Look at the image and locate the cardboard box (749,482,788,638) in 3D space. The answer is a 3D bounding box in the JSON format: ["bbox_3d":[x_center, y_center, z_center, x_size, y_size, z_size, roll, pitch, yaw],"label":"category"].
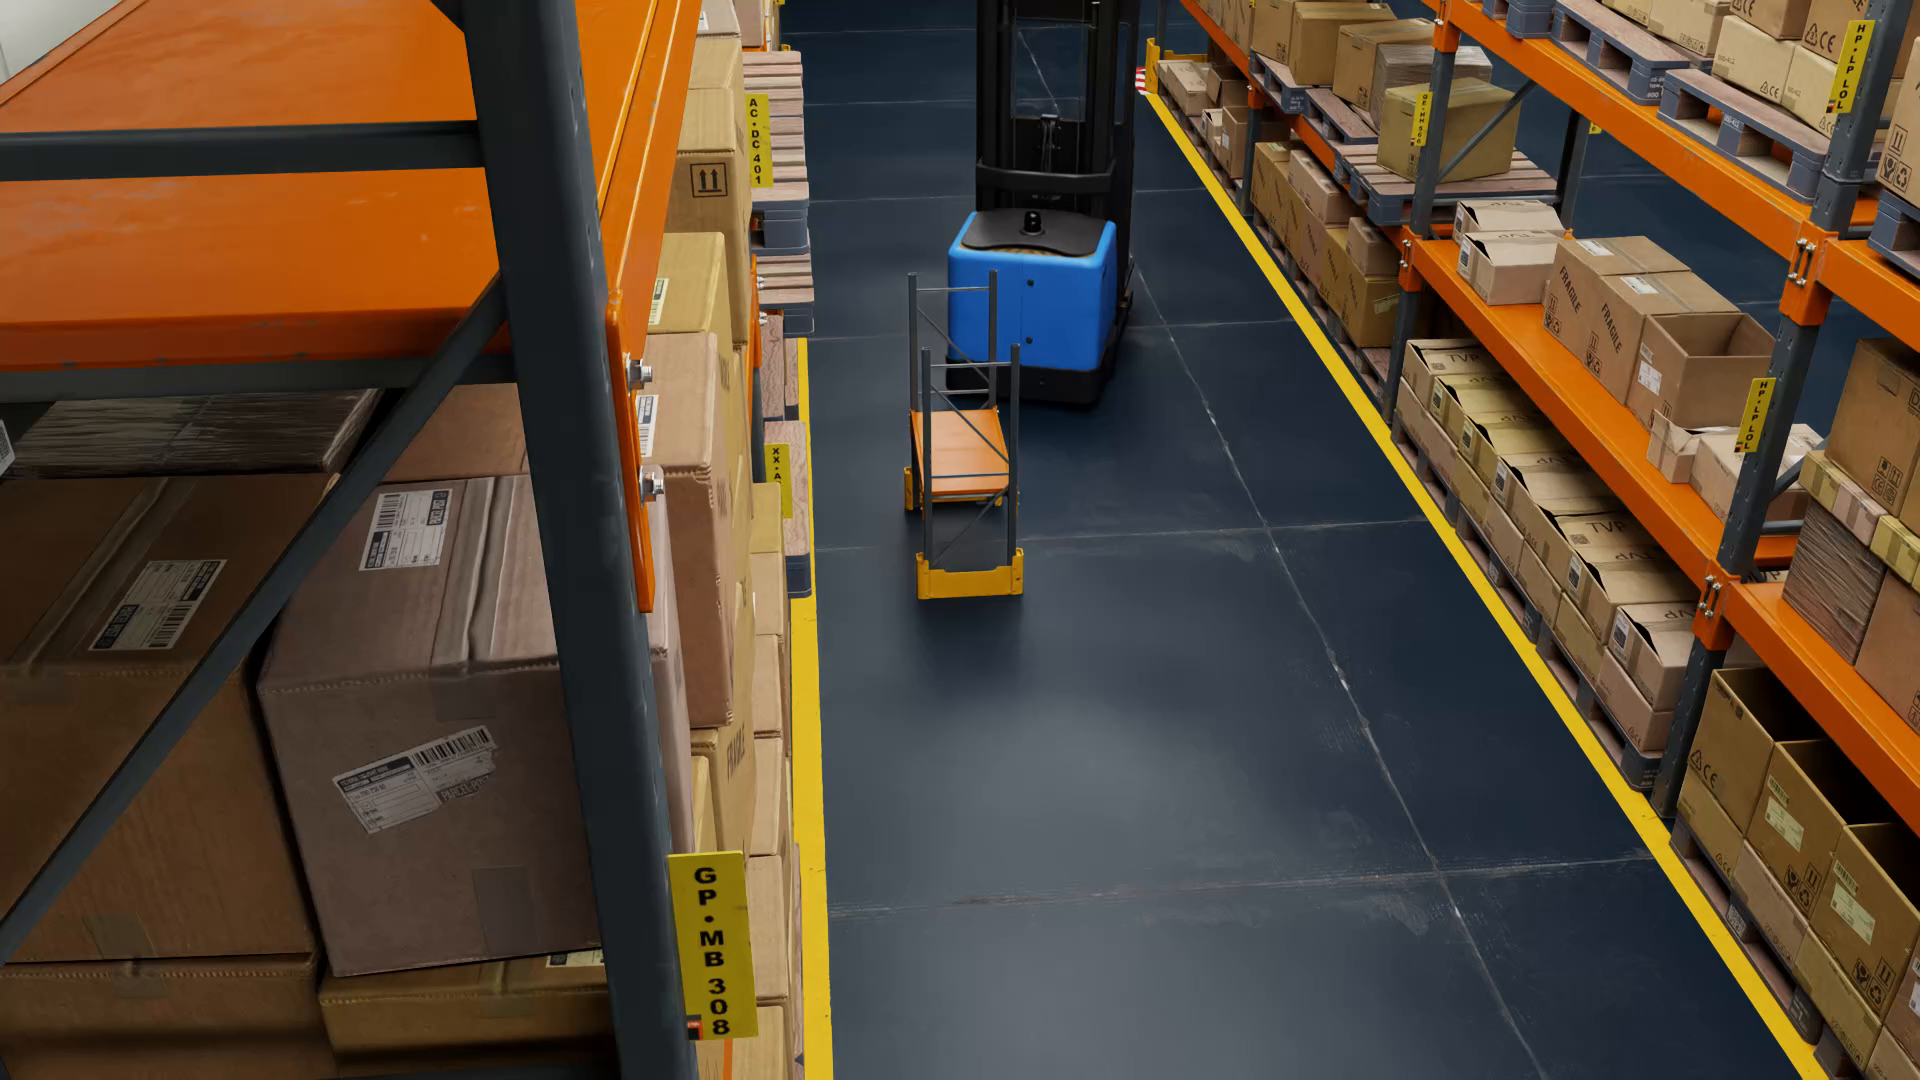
[{"bbox_3d":[-0.883,0.139,5.989,0.500,0.500,0.500,-3,31,-5],"label":"cardboard box"}]

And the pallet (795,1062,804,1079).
[{"bbox_3d":[-1.020,2.341,5.626,1.003,0.211,1.213,-3,31,-5],"label":"pallet"}]

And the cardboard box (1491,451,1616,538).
[{"bbox_3d":[3.231,-0.272,9.005,0.500,0.311,0.500,-3,31,-5],"label":"cardboard box"}]

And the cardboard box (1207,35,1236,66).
[{"bbox_3d":[2.871,-5.038,17.268,0.500,0.500,0.500,-3,31,-5],"label":"cardboard box"}]

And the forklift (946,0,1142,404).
[{"bbox_3d":[0.704,-2.913,11.768,1.130,2.935,3.031,6,31,10],"label":"forklift"}]

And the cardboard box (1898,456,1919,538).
[{"bbox_3d":[3.792,-0.177,5.759,0.700,0.500,0.500,-3,31,-5],"label":"cardboard box"}]

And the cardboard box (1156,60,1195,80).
[{"bbox_3d":[2.272,-4.922,17.417,0.380,0.149,0.250,-3,31,-5],"label":"cardboard box"}]

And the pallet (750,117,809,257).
[{"bbox_3d":[-1.187,-1.349,6.342,1.213,0.211,1.003,-3,31,-5],"label":"pallet"}]

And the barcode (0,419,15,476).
[{"bbox_3d":[-1.426,-0.136,2.470,0.001,0.075,0.075,-3,31,-5],"label":"barcode"}]

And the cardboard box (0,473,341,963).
[{"bbox_3d":[-1.162,0.244,2.399,0.500,0.500,0.500,-1,31,-2],"label":"cardboard box"}]

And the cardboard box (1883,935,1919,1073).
[{"bbox_3d":[3.570,1.635,5.629,0.500,0.500,0.500,-3,31,-5],"label":"cardboard box"}]

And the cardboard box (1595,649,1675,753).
[{"bbox_3d":[3.369,0.741,7.856,0.500,0.250,0.500,-3,31,-5],"label":"cardboard box"}]

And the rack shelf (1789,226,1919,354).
[{"bbox_3d":[3.883,-0.019,4.633,1.077,0.370,4.000,-3,31,-5],"label":"rack shelf"}]

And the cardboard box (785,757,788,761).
[{"bbox_3d":[-0.851,0.716,5.753,0.500,0.250,0.500,-3,31,-4],"label":"cardboard box"}]

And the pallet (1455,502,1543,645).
[{"bbox_3d":[3.471,0.138,9.314,1.003,0.211,1.213,-3,31,-5],"label":"pallet"}]

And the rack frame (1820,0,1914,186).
[{"bbox_3d":[3.696,-2.637,5.389,1.000,3.000,0.127,-3,31,-5],"label":"rack frame"}]

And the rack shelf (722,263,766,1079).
[{"bbox_3d":[-1.049,0.220,4.233,1.077,0.370,4.000,-3,31,-5],"label":"rack shelf"}]

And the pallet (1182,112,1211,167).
[{"bbox_3d":[2.768,-3.923,16.113,1.003,0.211,1.213,-3,31,-5],"label":"pallet"}]

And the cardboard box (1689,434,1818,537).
[{"bbox_3d":[3.607,-0.246,7.383,0.500,0.250,0.500,-1,31,-1],"label":"cardboard box"}]

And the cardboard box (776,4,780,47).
[{"bbox_3d":[-2.080,-4.686,14.377,0.980,0.700,0.700,-4,31,-6],"label":"cardboard box"}]

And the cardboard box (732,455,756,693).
[{"bbox_3d":[-0.711,0.158,3.519,0.500,0.500,0.500,-1,31,-2],"label":"cardboard box"}]

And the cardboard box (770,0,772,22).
[{"bbox_3d":[-1.646,-3.920,12.249,0.500,0.250,0.500,-2,31,-4],"label":"cardboard box"}]

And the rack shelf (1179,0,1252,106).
[{"bbox_3d":[2.762,-4.858,15.659,1.077,0.370,4.000,-3,31,-5],"label":"rack shelf"}]

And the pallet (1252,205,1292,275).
[{"bbox_3d":[3.062,-2.535,13.788,1.003,0.211,1.213,-3,31,-5],"label":"pallet"}]

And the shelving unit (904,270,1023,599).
[{"bbox_3d":[0.007,-0.605,9.301,0.587,1.500,1.083,-3,31,-5],"label":"shelving unit"}]

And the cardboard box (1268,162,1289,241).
[{"bbox_3d":[2.812,-2.731,13.406,0.500,0.500,0.500,-2,31,-4],"label":"cardboard box"}]

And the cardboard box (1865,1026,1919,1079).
[{"bbox_3d":[3.574,1.957,5.822,0.500,0.250,0.500,-3,31,-5],"label":"cardboard box"}]

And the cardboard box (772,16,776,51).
[{"bbox_3d":[-1.631,-3.602,12.448,0.500,0.500,0.500,-3,31,-4],"label":"cardboard box"}]

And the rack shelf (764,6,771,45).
[{"bbox_3d":[-1.796,-3.864,11.071,1.077,0.370,4.000,-3,31,-5],"label":"rack shelf"}]

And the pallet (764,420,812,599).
[{"bbox_3d":[-1.162,-0.137,7.241,1.003,0.211,1.213,-3,31,-5],"label":"pallet"}]

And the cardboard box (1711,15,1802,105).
[{"bbox_3d":[3.594,-2.060,7.086,0.500,0.250,0.500,-6,31,-9],"label":"cardboard box"}]

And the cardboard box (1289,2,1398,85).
[{"bbox_3d":[2.898,-3.768,12.627,0.700,0.500,0.500,2,31,3],"label":"cardboard box"}]

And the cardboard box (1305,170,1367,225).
[{"bbox_3d":[2.892,-2.558,12.385,0.500,0.250,0.500,-3,31,-6],"label":"cardboard box"}]

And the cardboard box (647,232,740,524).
[{"bbox_3d":[-0.711,-0.276,3.270,0.500,0.500,0.500,-2,31,-3],"label":"cardboard box"}]

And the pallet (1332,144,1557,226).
[{"bbox_3d":[3.189,-2.364,10.969,1.213,0.211,1.003,-3,31,-5],"label":"pallet"}]

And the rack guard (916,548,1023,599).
[{"bbox_3d":[0.054,0.186,9.196,0.587,0.250,0.087,-3,31,-5],"label":"rack guard"}]

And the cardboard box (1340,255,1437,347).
[{"bbox_3d":[3.001,-1.685,11.655,0.500,0.500,0.500,-2,31,-3],"label":"cardboard box"}]

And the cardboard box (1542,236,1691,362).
[{"bbox_3d":[3.496,-1.290,8.888,0.500,0.500,0.500,-4,31,-7],"label":"cardboard box"}]

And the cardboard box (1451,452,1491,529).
[{"bbox_3d":[3.182,-0.300,9.599,0.500,0.250,0.500,-4,31,-6],"label":"cardboard box"}]

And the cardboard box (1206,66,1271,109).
[{"bbox_3d":[2.768,-4.221,15.898,0.797,0.503,0.637,-3,31,-5],"label":"cardboard box"}]

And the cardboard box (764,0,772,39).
[{"bbox_3d":[-1.599,-3.659,11.813,0.500,0.250,0.500,-2,31,-4],"label":"cardboard box"}]

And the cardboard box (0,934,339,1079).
[{"bbox_3d":[-1.153,0.680,2.644,0.500,0.500,0.500,-1,31,-1],"label":"cardboard box"}]

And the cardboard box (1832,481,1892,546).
[{"bbox_3d":[3.552,-0.108,6.276,0.380,0.149,0.250,-2,31,-4],"label":"cardboard box"}]

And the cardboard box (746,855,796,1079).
[{"bbox_3d":[-0.685,1.179,4.246,0.500,0.500,0.500,-4,31,-6],"label":"cardboard box"}]

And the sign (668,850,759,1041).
[{"bbox_3d":[-0.321,0.531,2.158,0.100,0.325,0.005,-3,31,-5],"label":"sign"}]

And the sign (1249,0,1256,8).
[{"bbox_3d":[2.409,-4.487,13.493,0.100,0.325,0.005,-3,31,-5],"label":"sign"}]

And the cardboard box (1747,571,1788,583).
[{"bbox_3d":[3.864,0.220,8.183,0.500,0.311,0.500,-3,31,-5],"label":"cardboard box"}]

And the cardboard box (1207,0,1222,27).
[{"bbox_3d":[2.547,-4.957,15.026,0.500,0.500,0.500,-2,31,-3],"label":"cardboard box"}]
